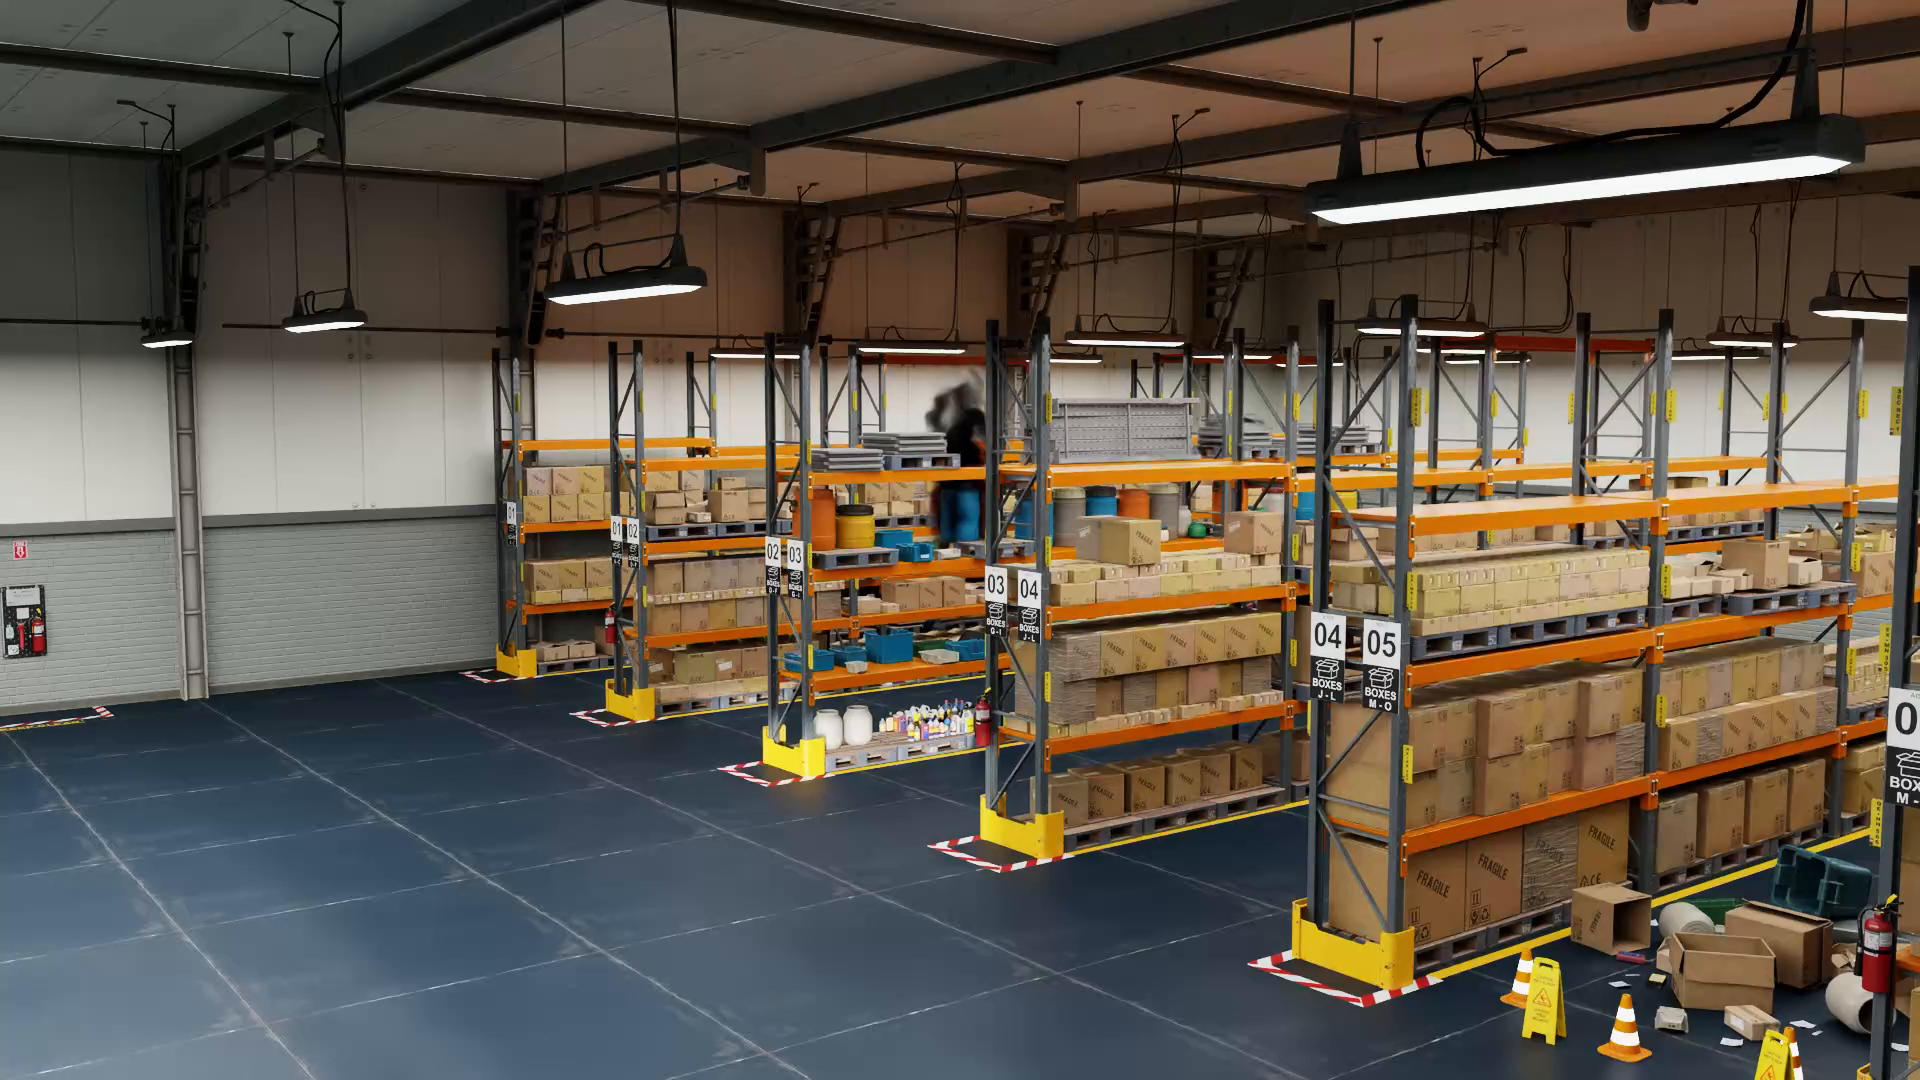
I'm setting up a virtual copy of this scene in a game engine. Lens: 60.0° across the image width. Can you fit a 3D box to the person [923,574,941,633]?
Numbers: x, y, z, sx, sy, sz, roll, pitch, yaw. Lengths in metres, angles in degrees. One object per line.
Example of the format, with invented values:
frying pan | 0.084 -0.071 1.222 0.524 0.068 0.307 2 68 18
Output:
person | -0.571 1.448 33.496 0.532 1.550 0.559 5 7 45
